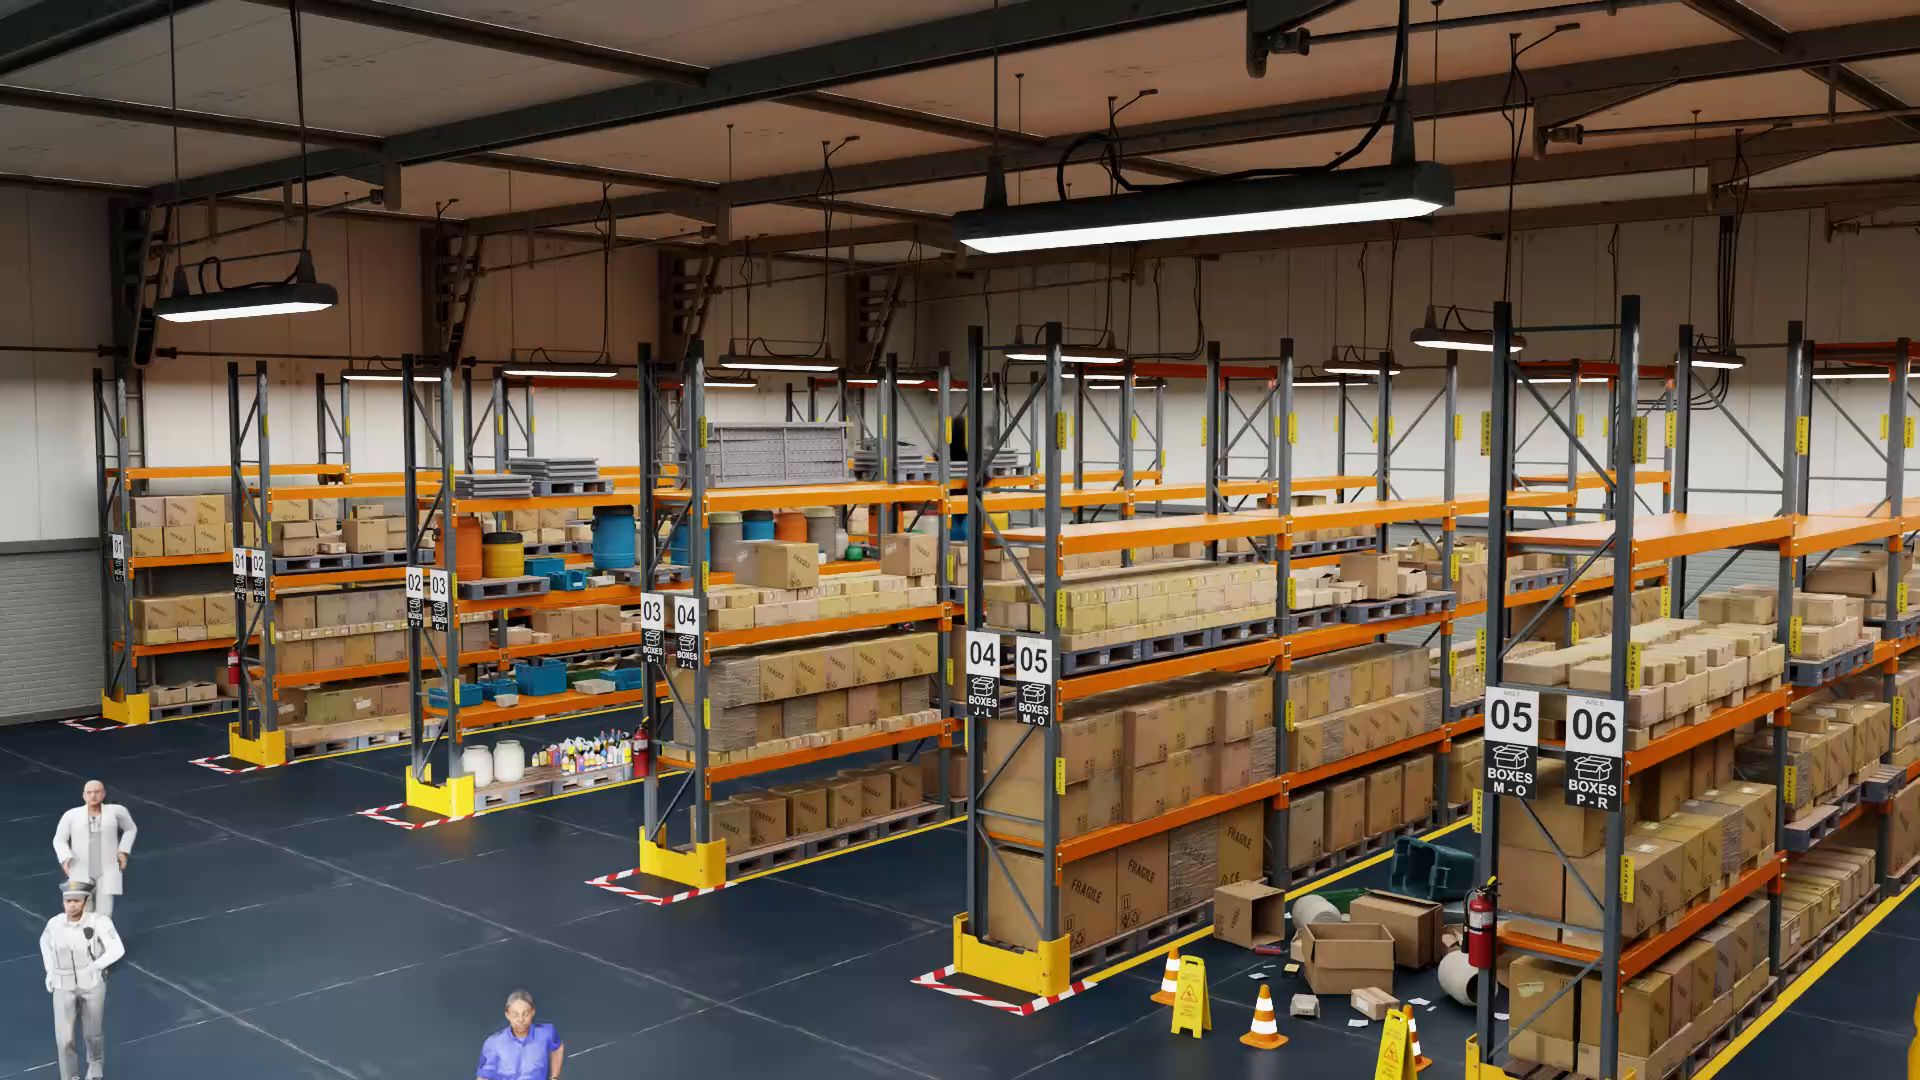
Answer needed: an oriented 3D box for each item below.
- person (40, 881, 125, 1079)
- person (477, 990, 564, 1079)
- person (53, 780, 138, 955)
[{"bbox_3d":[-6.632,3.394,12.569,0.605,1.729,0.812,-2,4,-20],"label":"person"},{"bbox_3d":[-2.711,3.593,10.279,0.543,1.678,0.869,-1,4,-16],"label":"person"},{"bbox_3d":[-8.186,3.142,15.768,0.711,1.754,0.877,-2,5,-25],"label":"person"}]
